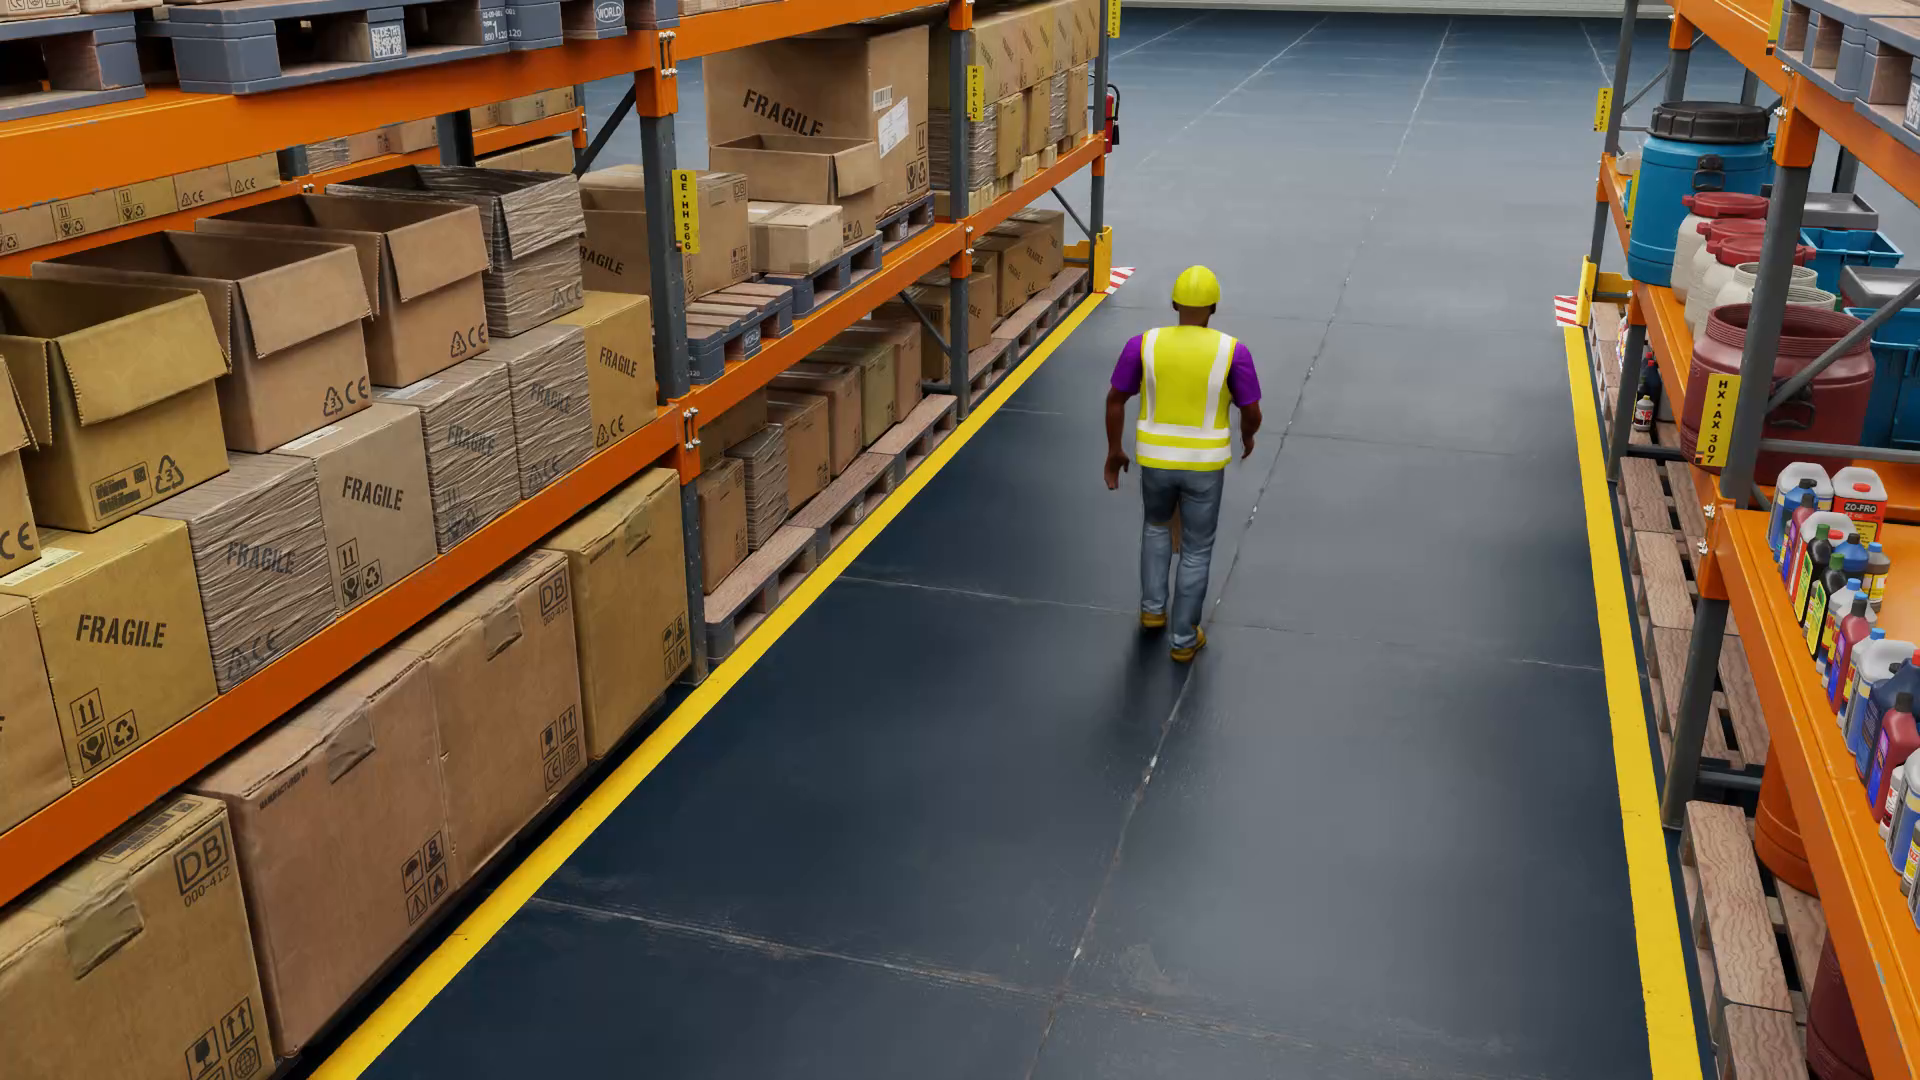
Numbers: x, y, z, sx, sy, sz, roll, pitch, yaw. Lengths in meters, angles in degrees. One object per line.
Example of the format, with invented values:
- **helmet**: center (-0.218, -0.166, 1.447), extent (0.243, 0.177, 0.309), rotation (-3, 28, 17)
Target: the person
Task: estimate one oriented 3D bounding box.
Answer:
- **person**: center (1.004, -0.361, 7.485), extent (0.680, 1.745, 0.590), rotation (8, 23, 18)
